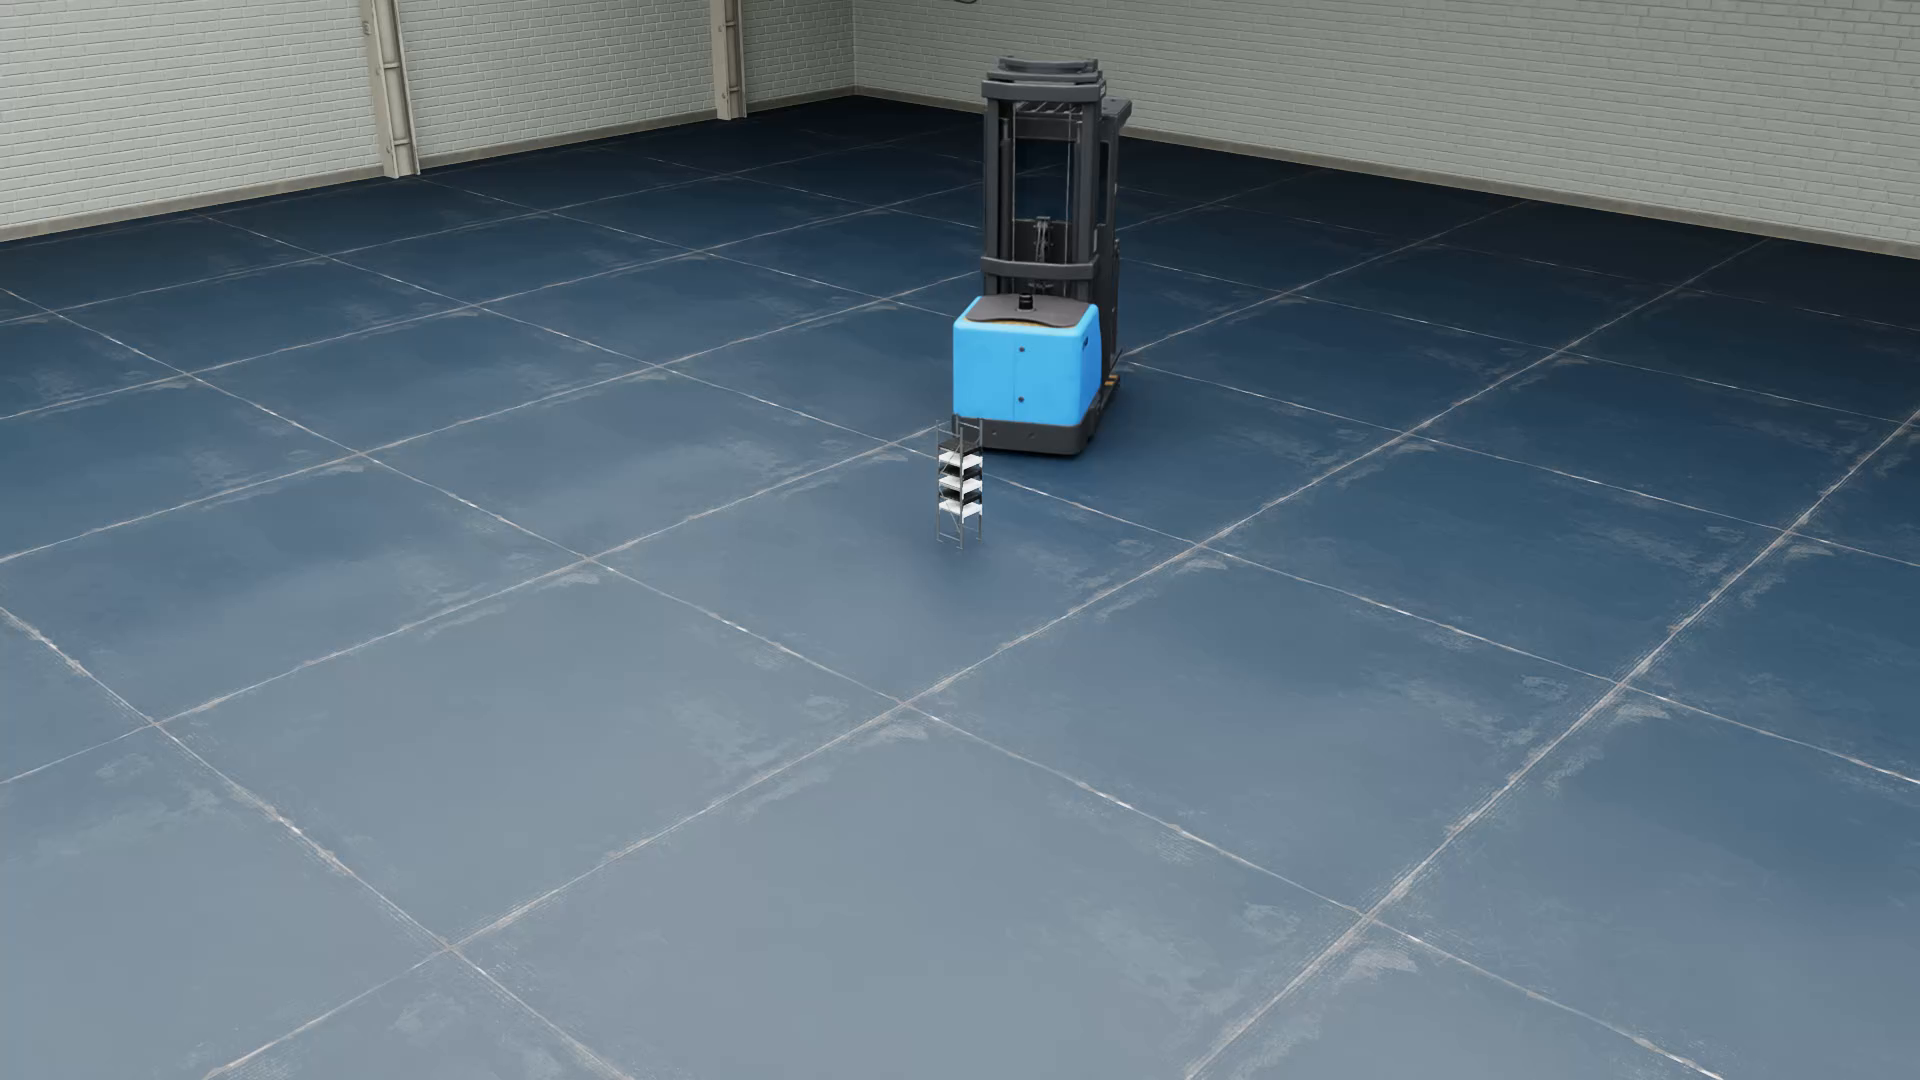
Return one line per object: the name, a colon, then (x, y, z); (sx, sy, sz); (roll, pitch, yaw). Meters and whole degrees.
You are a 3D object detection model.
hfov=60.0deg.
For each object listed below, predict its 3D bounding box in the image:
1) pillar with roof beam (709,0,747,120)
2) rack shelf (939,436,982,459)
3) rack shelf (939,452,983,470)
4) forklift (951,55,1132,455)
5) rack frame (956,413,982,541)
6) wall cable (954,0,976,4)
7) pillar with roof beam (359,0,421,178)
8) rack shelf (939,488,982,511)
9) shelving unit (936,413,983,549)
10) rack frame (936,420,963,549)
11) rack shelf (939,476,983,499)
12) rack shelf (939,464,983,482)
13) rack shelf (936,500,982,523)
pillar with roof beam: (-0.518, -9.820, 22.653); (9.100, 9.000, 0.400); (20, 31, 38)
rack shelf: (-0.005, -0.624, 11.464); (0.258, 0.077, 0.200); (20, 31, 38)
rack shelf: (-0.005, -0.542, 11.500); (0.258, 0.077, 0.200); (20, 31, 38)
forklift: (0.792, -2.584, 13.930); (1.130, 2.935, 3.031); (6, 25, 13)
rack frame: (0.062, -0.439, 11.629); (0.240, 0.900, 0.006); (20, 31, 38)
wall cable: (-0.773, -10.115, 27.107); (3.097, 2.526, 0.112); (20, 31, 38)
pillar with roof beam: (-4.523, -7.992, 18.576); (9.100, 9.000, 0.400); (20, 31, 38)
rack shelf: (-0.005, -0.296, 11.611); (0.258, 0.077, 0.200); (20, 31, 38)
shelving unit: (-0.005, -0.408, 11.560); (0.258, 0.900, 0.210); (20, 31, 38)
rack frame: (-0.073, -0.377, 11.491); (0.240, 0.900, 0.006); (20, 31, 38)
rack shelf: (-0.005, -0.378, 11.574); (0.258, 0.077, 0.200); (20, 31, 38)
rack shelf: (-0.005, -0.460, 11.537); (0.258, 0.077, 0.200); (20, 31, 38)
rack shelf: (-0.005, -0.213, 11.648); (0.258, 0.077, 0.200); (20, 31, 38)
